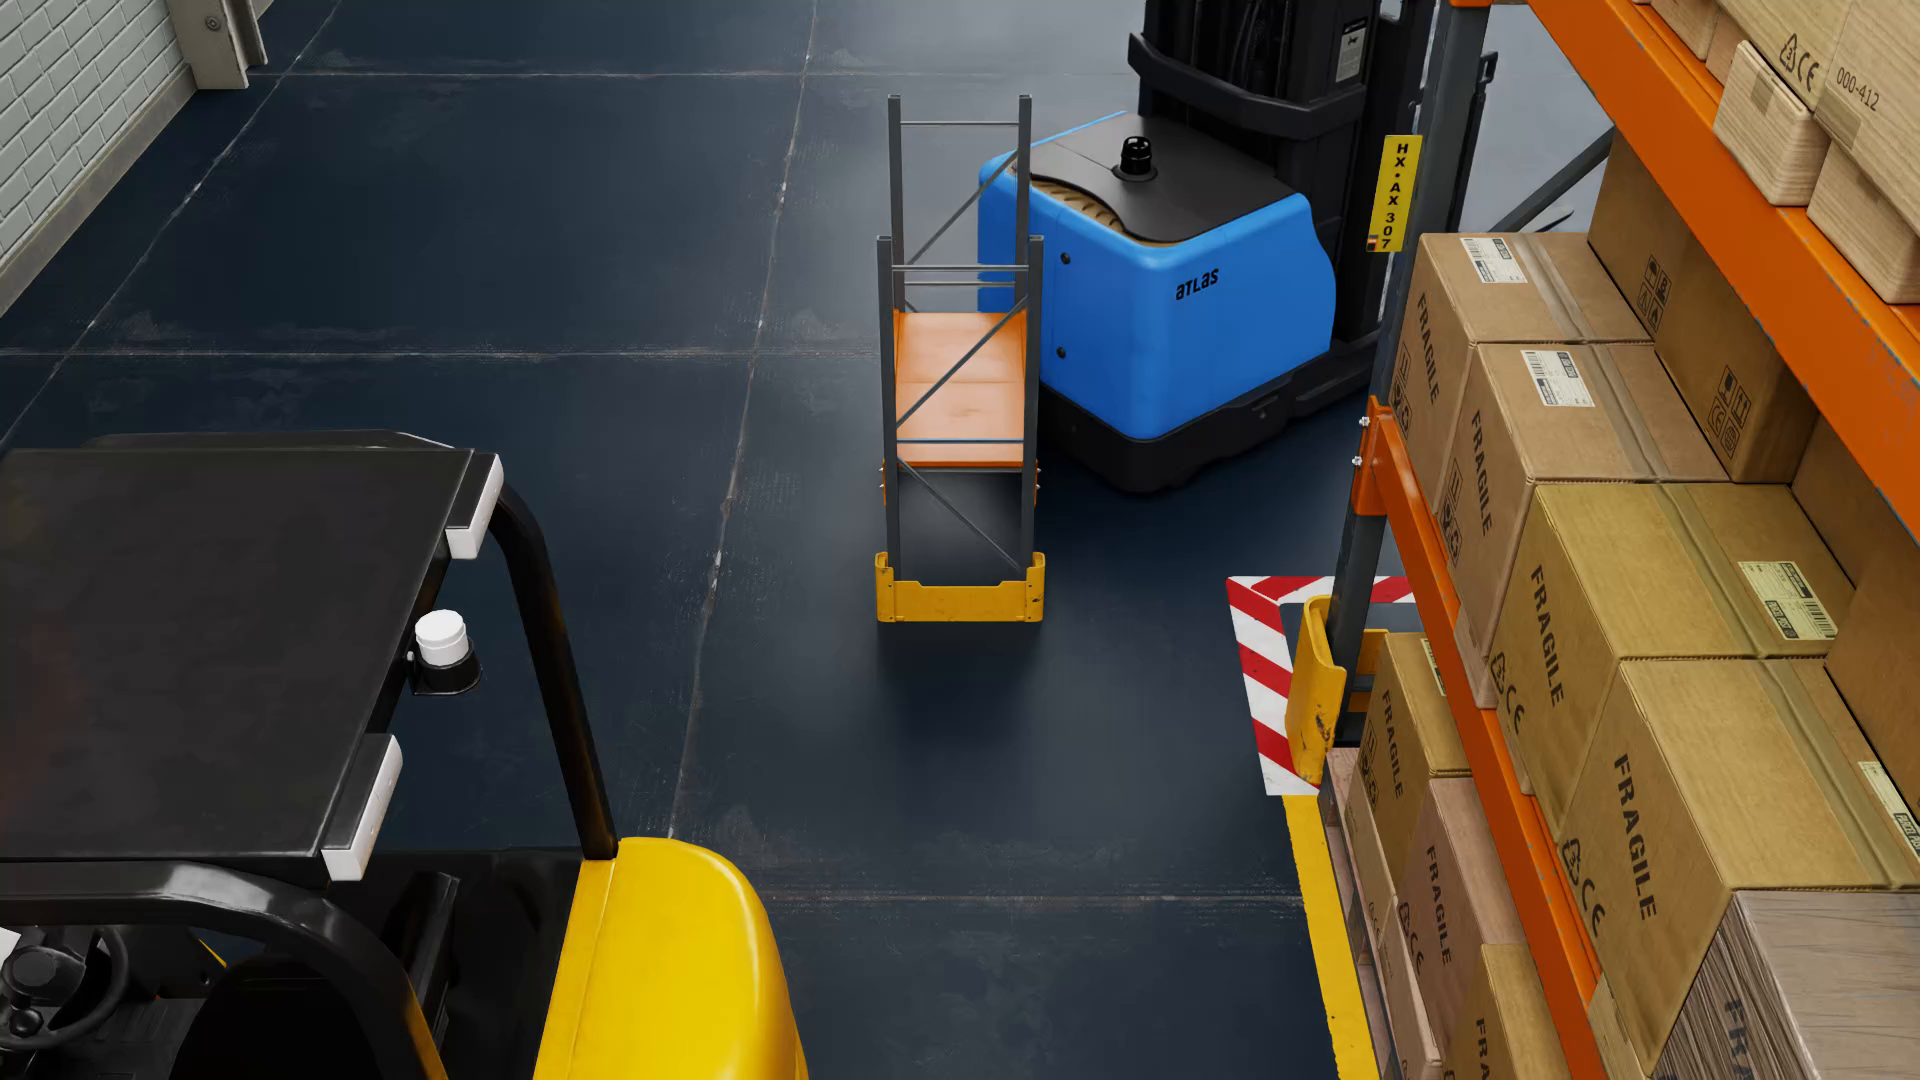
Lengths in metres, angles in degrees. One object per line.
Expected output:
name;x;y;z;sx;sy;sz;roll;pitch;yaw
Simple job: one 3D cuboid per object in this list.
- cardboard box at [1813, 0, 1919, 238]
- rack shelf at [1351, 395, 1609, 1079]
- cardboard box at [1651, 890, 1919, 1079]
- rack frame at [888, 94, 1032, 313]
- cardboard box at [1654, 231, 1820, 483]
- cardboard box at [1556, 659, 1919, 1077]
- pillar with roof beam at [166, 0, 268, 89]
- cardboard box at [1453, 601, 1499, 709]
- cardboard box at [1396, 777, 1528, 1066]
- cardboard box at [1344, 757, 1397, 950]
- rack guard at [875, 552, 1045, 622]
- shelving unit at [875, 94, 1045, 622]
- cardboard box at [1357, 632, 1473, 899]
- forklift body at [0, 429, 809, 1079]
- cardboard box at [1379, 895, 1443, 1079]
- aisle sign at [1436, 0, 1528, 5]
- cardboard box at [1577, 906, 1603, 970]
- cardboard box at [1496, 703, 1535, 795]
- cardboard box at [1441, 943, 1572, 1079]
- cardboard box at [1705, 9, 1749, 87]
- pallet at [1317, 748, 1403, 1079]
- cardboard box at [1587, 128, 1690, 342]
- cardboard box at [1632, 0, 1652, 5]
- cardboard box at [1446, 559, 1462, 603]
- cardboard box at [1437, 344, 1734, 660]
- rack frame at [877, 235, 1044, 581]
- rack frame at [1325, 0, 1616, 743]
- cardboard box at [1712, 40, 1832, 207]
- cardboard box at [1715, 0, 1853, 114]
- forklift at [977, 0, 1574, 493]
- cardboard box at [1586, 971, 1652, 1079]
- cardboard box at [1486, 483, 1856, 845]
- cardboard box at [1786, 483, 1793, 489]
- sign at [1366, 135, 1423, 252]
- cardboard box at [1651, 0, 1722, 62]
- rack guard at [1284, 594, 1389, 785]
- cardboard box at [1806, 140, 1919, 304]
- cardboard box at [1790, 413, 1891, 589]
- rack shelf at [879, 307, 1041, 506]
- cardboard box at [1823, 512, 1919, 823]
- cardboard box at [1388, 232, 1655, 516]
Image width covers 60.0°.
cardboard box;1.389;-0.503;1.963;0.500;0.250;0.500;1;39;1
rack shelf;1.660;0.983;3.199;1.077;0.370;4.000;0;39;0
cardboard box;1.401;0.874;2.443;0.500;0.500;0.500;1;39;1
rack frame;-0.001;-0.956;6.244;0.500;1.500;0.032;0;39;0
cardboard box;1.870;-0.457;3.305;0.700;0.500;0.500;0;39;0
cardboard box;1.395;0.554;2.842;0.500;0.500;0.500;-1;39;-1
pillar with roof beam;0.092;-6.202;6.794;9.100;9.000;0.400;0;39;0
cardboard box;1.339;0.245;3.746;0.380;0.149;0.250;1;39;1
cardboard box;1.388;0.915;3.973;0.500;0.500;0.500;-1;39;-2
cardboard box;1.382;0.866;4.634;0.500;0.250;0.500;0;39;0
rack guard;0.000;0.166;5.842;0.587;0.250;0.087;0;39;0
shelving unit;0.000;-0.633;5.840;0.587;1.500;1.083;0;39;0
cardboard box;1.383;0.588;4.381;0.500;0.500;0.500;-1;39;-2
forklift body;-1.479;0.974;3.315;2.313;2.155;1.214;0;39;0
cardboard box;1.375;1.185;4.236;0.500;0.250;0.500;1;39;2
aisle sign;1.348;-1.601;3.770;0.394;0.787;0.004;0;39;0
cardboard box;1.404;0.737;3.132;0.380;0.149;0.250;-1;39;-1
cardboard box;1.373;0.407;3.544;0.380;0.149;0.250;1;39;1
cardboard box;1.380;1.229;3.581;0.500;0.500;0.500;1;39;1
cardboard box;1.419;-0.762;2.605;0.380;0.149;0.250;-1;39;-1
pallet;1.624;1.096;4.714;1.003;0.211;1.213;0;39;0
cardboard box;1.877;-0.774;3.700;0.700;0.500;0.500;-1;39;-1
cardboard box;1.390;-1.083;3.005;0.380;0.149;0.250;1;39;1
cardboard box;1.385;0.086;3.944;0.380;0.149;0.250;-1;39;-1
cardboard box;1.385;-0.083;3.637;0.500;0.500;0.500;1;39;1
rack frame;0.000;-0.321;5.451;0.500;1.500;0.032;0;39;0
rack frame;1.658;-0.548;4.535;1.000;3.000;0.127;0;39;0
cardboard box;1.339;-0.605;2.408;0.380;0.149;0.250;0;39;0
cardboard box;1.408;-0.823;2.362;0.500;0.250;0.500;1;39;1
forklift;1.516;-2.093;6.518;3.031;2.935;1.130;-27;46;-30
cardboard box;1.346;0.894;2.936;0.380;0.149;0.250;0;39;0
cardboard box;1.387;0.236;3.239;0.500;0.500;0.500;-1;39;-1
cardboard box;1.930;-0.051;3.597;0.500;0.500;0.500;0;39;0
sign;1.115;-0.885;4.264;0.100;0.325;0.005;0;39;0
cardboard box;1.414;-0.928;2.812;0.380;0.149;0.250;0;39;0
rack guard;1.658;0.475;5.258;1.175;0.500;0.348;0;39;0
cardboard box;1.380;-0.440;2.203;0.380;0.149;0.250;-1;39;-1
cardboard box;1.973;-0.139;2.907;0.700;0.500;0.500;0;39;-1
rack shelf;0.000;-0.498;5.960;0.538;0.185;1.000;0;39;0
cardboard box;1.835;0.173;2.518;0.700;0.500;0.500;0;39;0
cardboard box;1.381;-0.407;4.041;0.500;0.500;0.500;-1;39;-1
